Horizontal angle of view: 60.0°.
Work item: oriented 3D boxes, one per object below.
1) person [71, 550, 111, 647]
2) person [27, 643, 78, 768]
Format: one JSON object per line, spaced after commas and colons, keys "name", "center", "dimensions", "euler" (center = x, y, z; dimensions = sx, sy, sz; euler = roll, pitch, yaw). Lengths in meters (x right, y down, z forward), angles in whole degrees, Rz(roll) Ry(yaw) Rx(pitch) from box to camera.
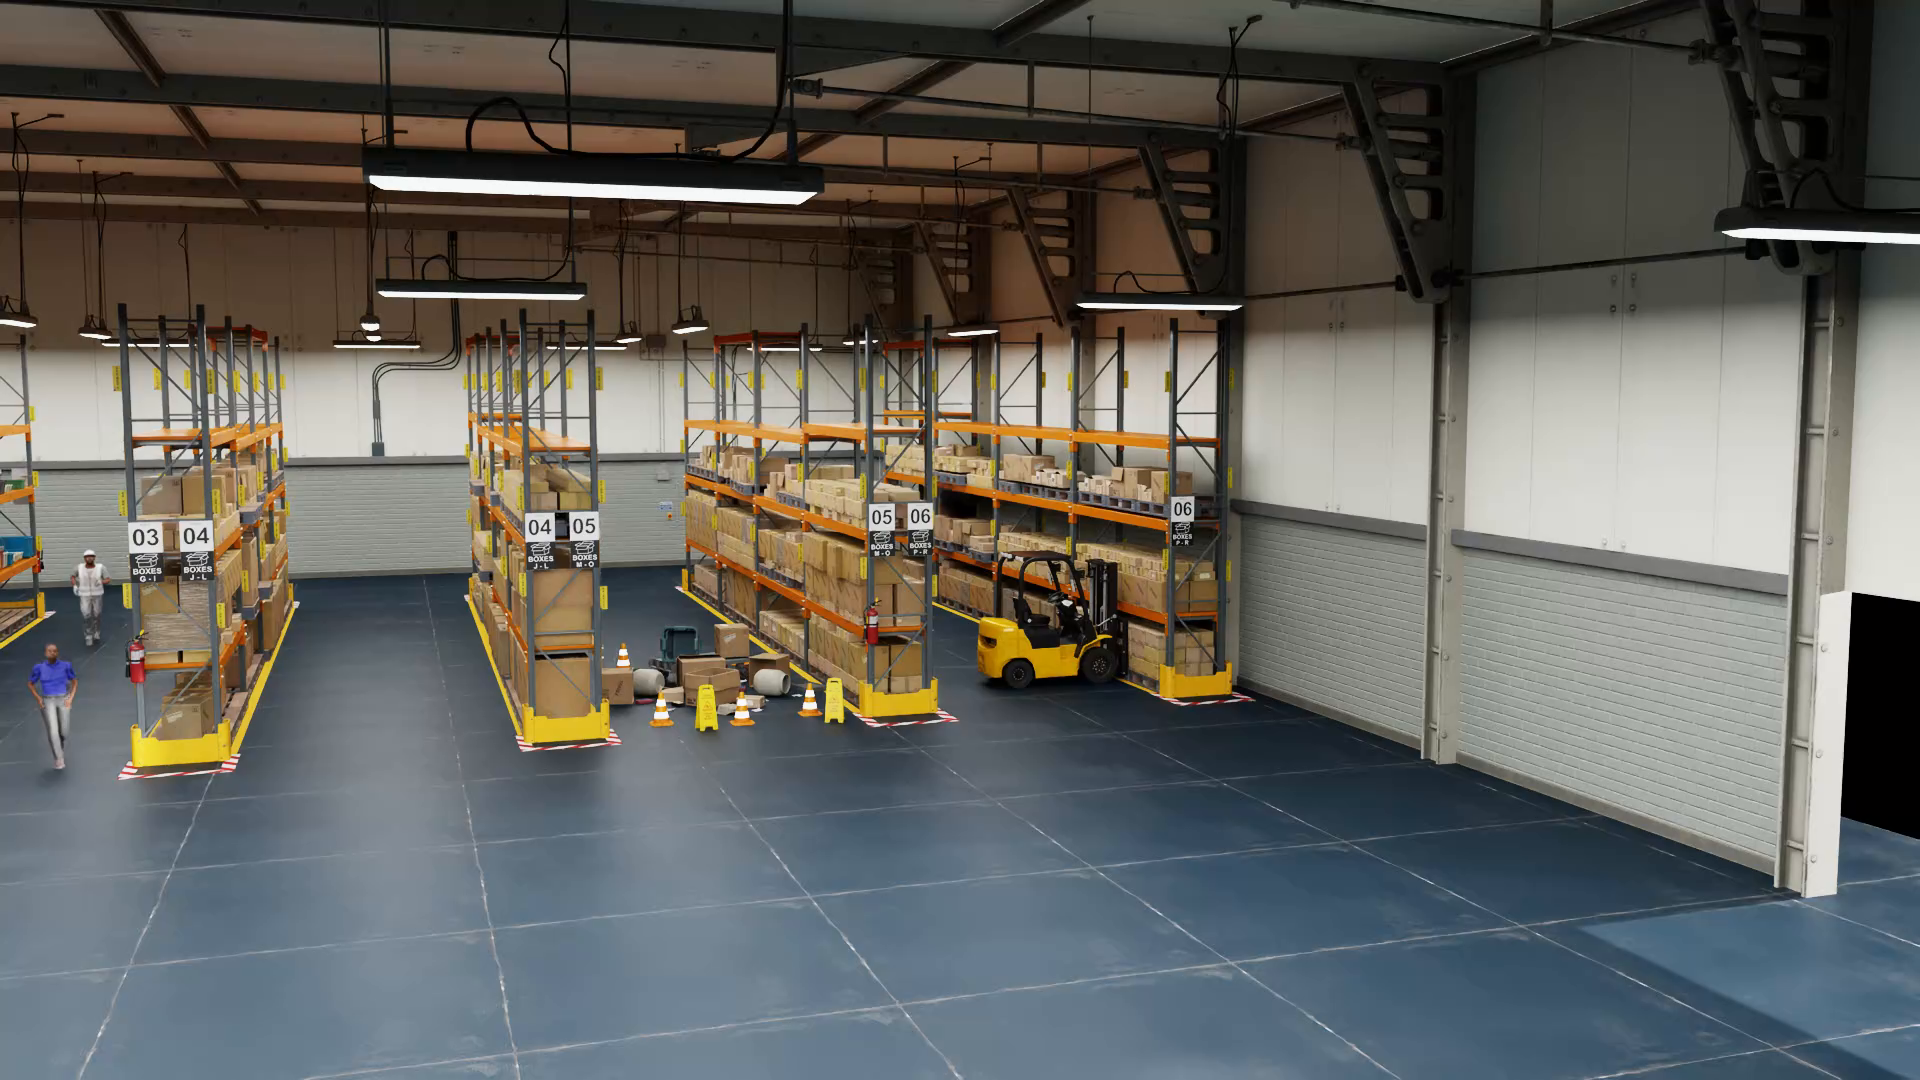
{"name": "person", "center": [-16.631, 1.100, 31.845], "dimensions": [0.674, 1.835, 0.719], "euler": [-3, 6, -28]}
{"name": "person", "center": [-11.888, 2.143, 21.809], "dimensions": [0.579, 1.628, 0.645], "euler": [-4, 6, -33]}
